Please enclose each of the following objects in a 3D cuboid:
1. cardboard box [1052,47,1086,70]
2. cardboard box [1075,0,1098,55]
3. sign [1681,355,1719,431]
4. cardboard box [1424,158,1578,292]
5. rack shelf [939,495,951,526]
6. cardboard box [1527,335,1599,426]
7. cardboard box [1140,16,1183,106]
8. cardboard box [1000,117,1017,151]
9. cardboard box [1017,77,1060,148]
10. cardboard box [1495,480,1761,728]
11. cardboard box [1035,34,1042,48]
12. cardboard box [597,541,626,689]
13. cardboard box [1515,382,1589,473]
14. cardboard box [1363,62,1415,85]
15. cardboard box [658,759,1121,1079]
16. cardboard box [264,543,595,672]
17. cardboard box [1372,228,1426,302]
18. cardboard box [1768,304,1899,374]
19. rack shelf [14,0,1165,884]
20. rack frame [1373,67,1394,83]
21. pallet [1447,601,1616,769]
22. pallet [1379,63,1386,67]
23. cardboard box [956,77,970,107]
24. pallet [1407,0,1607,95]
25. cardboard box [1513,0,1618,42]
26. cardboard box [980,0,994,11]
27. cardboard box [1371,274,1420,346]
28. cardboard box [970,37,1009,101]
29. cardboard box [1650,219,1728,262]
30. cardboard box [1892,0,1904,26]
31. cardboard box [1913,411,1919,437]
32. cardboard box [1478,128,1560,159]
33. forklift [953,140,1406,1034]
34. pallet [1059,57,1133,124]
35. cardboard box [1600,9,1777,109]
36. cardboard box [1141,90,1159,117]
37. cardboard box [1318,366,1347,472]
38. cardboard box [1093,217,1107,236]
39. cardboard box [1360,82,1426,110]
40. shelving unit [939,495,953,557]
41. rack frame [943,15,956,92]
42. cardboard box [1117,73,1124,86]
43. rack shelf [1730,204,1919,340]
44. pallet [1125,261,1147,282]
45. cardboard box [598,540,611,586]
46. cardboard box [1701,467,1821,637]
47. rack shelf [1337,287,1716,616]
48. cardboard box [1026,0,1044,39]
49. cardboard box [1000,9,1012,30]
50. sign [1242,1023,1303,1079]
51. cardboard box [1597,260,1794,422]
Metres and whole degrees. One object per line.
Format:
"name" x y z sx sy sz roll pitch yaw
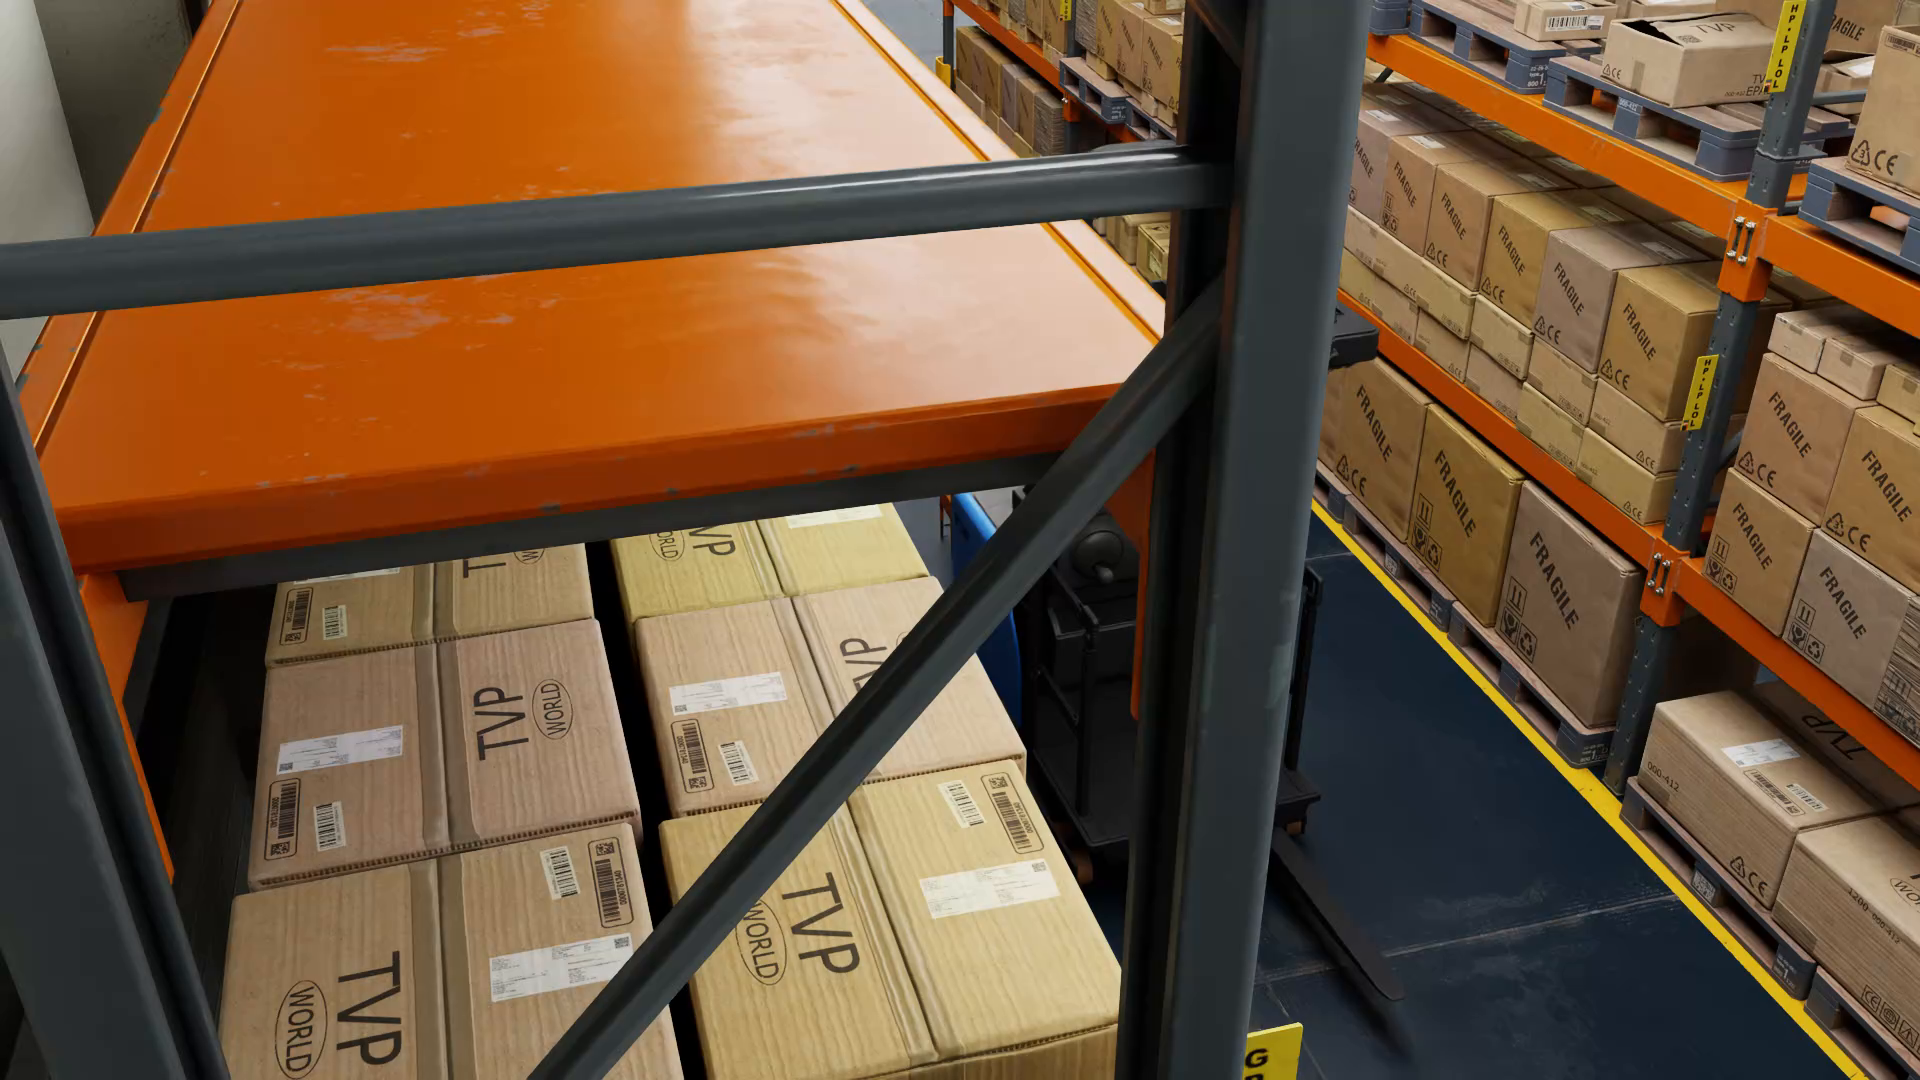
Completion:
"cardboard box" 1.001 -4.071 14.040 0.380 0.149 0.250 -8 31 -14
"cardboard box" 1.228 -4.154 13.117 0.500 0.500 0.500 -7 31 -12
"sign" 2.983 -0.591 6.700 0.100 0.325 0.005 -8 31 -13
"cardboard box" 2.731 -1.604 8.429 0.500 0.500 0.500 -7 31 -12
"rack shelf" 0.014 -0.179 9.587 0.215 0.259 0.240 -8 31 -13
"cardboard box" 3.012 -0.774 7.743 0.500 0.250 0.500 -7 31 -12
"cardboard box" 1.626 -3.425 11.857 0.500 0.500 0.500 -9 31 -15
"cardboard box" 0.682 -3.809 15.661 0.500 0.250 0.500 -7 31 -13
"cardboard box" 0.827 -3.877 15.031 0.500 0.500 0.500 -7 31 -12
"cardboard box" 3.262 0.248 8.029 0.875 0.875 0.875 -7 31 -12
"cardboard box" 0.881 -4.449 14.693 0.380 0.149 0.250 -8 31 -14
"cardboard box" -0.512 0.041 3.543 0.500 0.250 0.500 -8 31 -14
"cardboard box" 3.007 -0.566 7.882 0.500 0.250 0.500 -8 31 -14
"cardboard box" 2.545 -2.735 10.665 0.500 0.500 0.500 -9 31 -15
"cardboard box" -0.095 0.566 2.137 0.500 0.250 0.500 -8 31 -14
"cardboard box" -0.891 0.138 2.877 0.500 0.250 0.500 -8 31 -13
"cardboard box" 2.594 -1.515 9.024 0.500 0.250 0.500 -8 31 -13
"cardboard box" 3.337 -0.771 6.342 0.380 0.149 0.250 -8 31 -14
"rack shelf" -0.751 -0.857 2.969 1.077 0.370 4.000 -8 31 -13
"rack frame" 2.442 -2.133 10.441 1.000 3.000 0.127 -8 31 -13
"pallet" 3.226 0.643 8.428 1.003 0.211 1.213 -8 31 -13
"pallet" 5.351 -5.121 18.387 1.003 0.211 1.213 -8 31 -13
"cardboard box" 0.266 -4.562 16.963 0.500 0.250 0.500 -8 31 -14
"pallet" 2.963 -2.506 8.279 1.003 0.211 1.213 -6 31 -11
"cardboard box" 2.857 -2.473 7.849 0.380 0.166 0.250 -5 30 -9
"cardboard box" 0.406 -5.188 15.971 0.380 0.149 0.250 -7 31 -12
"cardboard box" 2.616 -1.299 9.149 0.500 0.250 0.500 -7 31 -12
"cardboard box" 0.416 -4.623 16.321 0.500 0.500 0.500 -9 31 -15
"cardboard box" 3.502 -1.170 7.679 0.500 0.500 0.500 -8 31 -14
"cardboard box" 6.942 -3.778 12.186 0.700 0.500 0.500 -8 31 -14
"cardboard box" 3.536 -0.403 5.707 0.380 0.149 0.250 -8 31 -14
"cardboard box" 3.101 -1.907 8.952 0.500 0.500 0.500 -8 31 -13
"forklift" 0.897 -0.007 6.836 1.130 2.935 3.031 -9 31 -16
"pallet" 1.442 -3.594 13.156 1.003 0.211 1.213 -8 31 -13
"cardboard box" 3.067 -2.040 6.956 0.500 0.311 0.500 -8 31 -13
"cardboard box" 1.541 -3.196 12.109 0.380 0.149 0.250 -7 31 -11
"cardboard box" 2.545 -1.051 10.273 0.875 0.875 0.875 -8 31 -14
"cardboard box" 1.521 -2.856 13.895 0.950 0.372 0.625 -7 31 -13
"cardboard box" 2.337 -2.338 9.698 0.500 0.500 0.500 -9 31 -15
"shelving unit" 0.014 -0.429 9.442 0.215 1.050 0.252 -8 31 -13
"rack frame" 0.318 -5.997 17.116 1.000 3.000 0.127 -8 31 -13
"cardboard box" 1.429 -3.581 12.773 0.380 0.149 0.250 -6 31 -10
"rack shelf" 4.034 -0.222 4.863 1.077 0.370 4.000 -8 31 -13
"pallet" 1.915 -1.892 12.808 1.003 0.211 1.213 -8 31 -13
"cardboard box" -0.504 -0.167 3.404 0.500 0.250 0.500 -7 31 -12
"cardboard box" 3.375 0.017 6.626 0.500 0.500 0.500 -7 31 -12
"rack shelf" 2.972 -0.856 8.952 1.077 0.370 4.000 -8 31 -13
"cardboard box" 0.879 -4.666 14.421 0.500 0.500 0.500 -7 31 -12
"cardboard box" 0.586 -4.808 15.314 0.380 0.149 0.250 -8 31 -13
"sign" 0.303 0.644 1.777 0.100 0.325 0.005 -8 31 -13
"cardboard box" 3.143 -0.860 7.143 0.500 0.500 0.500 -7 31 -12
